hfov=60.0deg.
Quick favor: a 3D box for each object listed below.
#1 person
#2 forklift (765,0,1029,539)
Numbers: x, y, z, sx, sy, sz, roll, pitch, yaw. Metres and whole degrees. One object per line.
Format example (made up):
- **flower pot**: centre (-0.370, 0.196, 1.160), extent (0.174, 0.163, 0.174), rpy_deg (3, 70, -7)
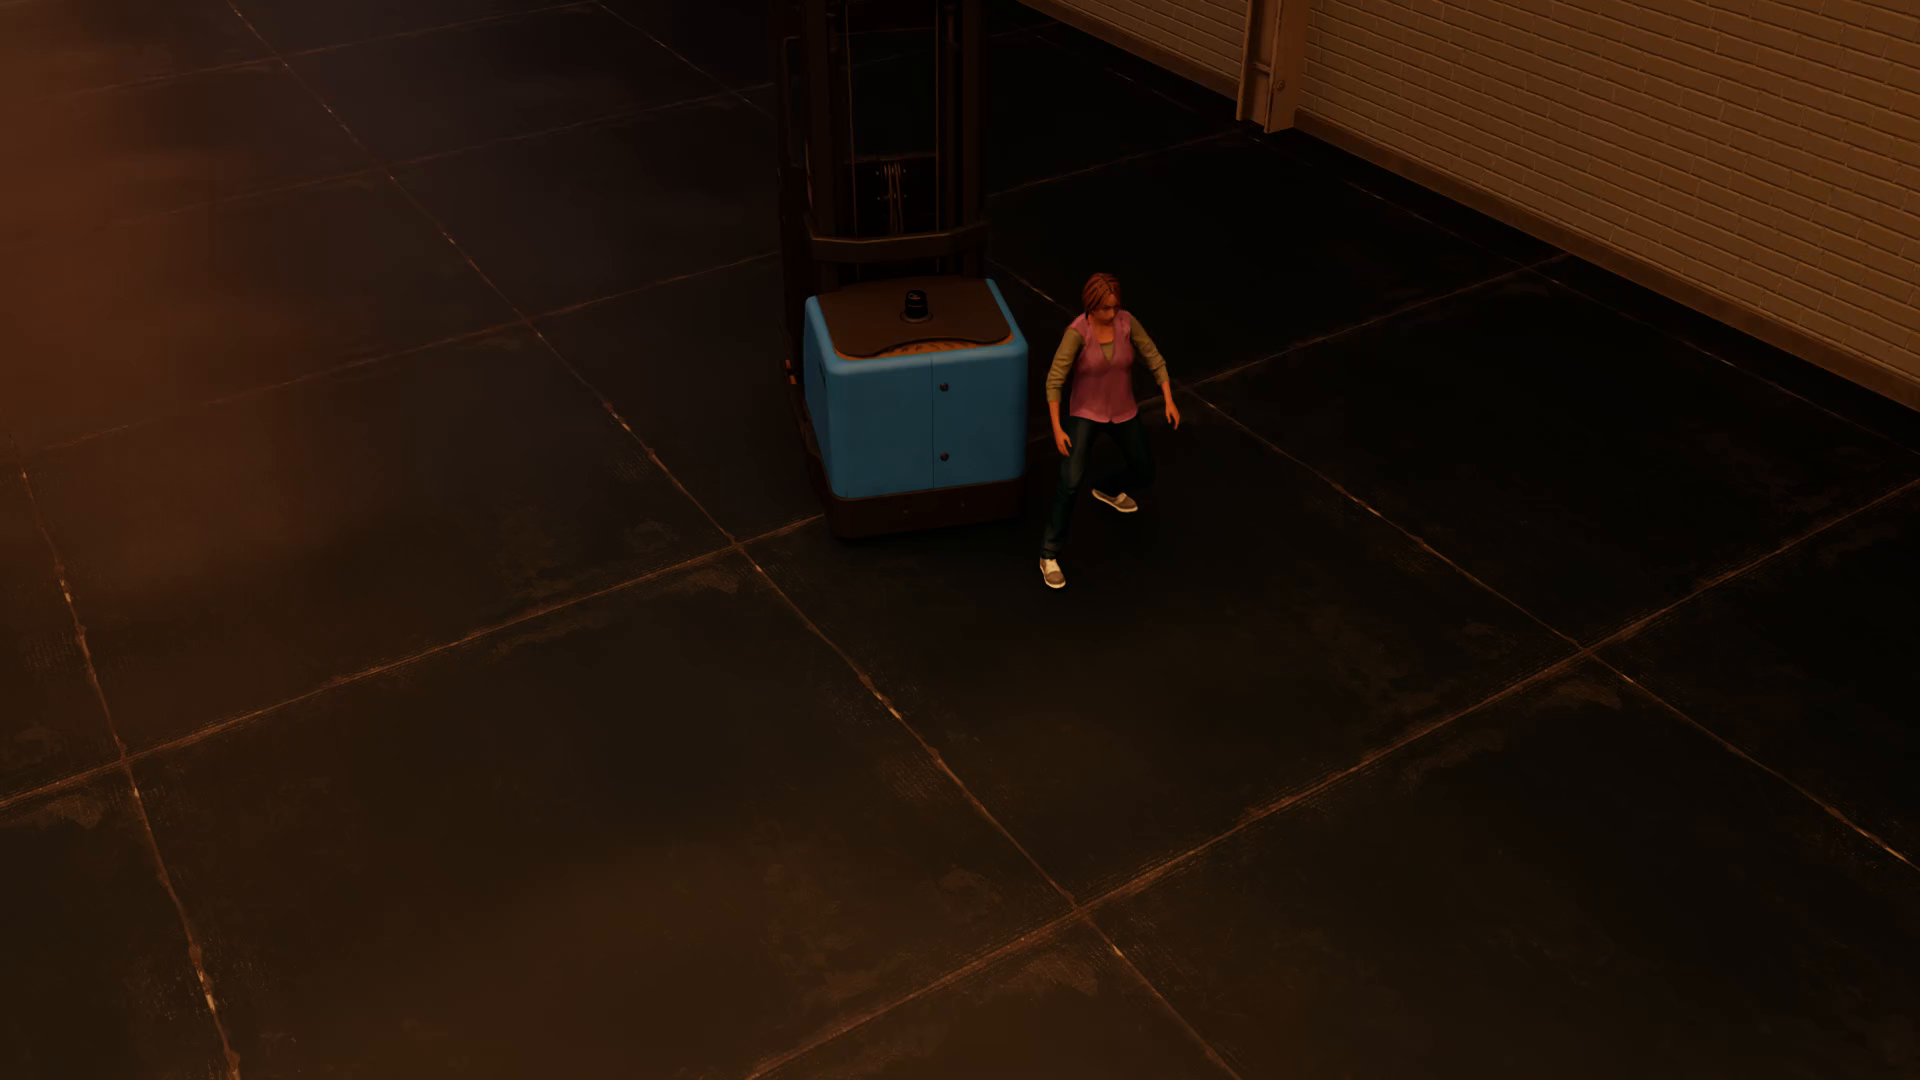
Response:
- **person**: centre (0.716, -0.588, 8.250), extent (0.743, 1.458, 0.742), rpy_deg (-9, 36, -12)
- **forklift**: centre (-0.462, -2.050, 9.065), extent (1.130, 2.935, 3.031), rpy_deg (-7, 36, -10)
